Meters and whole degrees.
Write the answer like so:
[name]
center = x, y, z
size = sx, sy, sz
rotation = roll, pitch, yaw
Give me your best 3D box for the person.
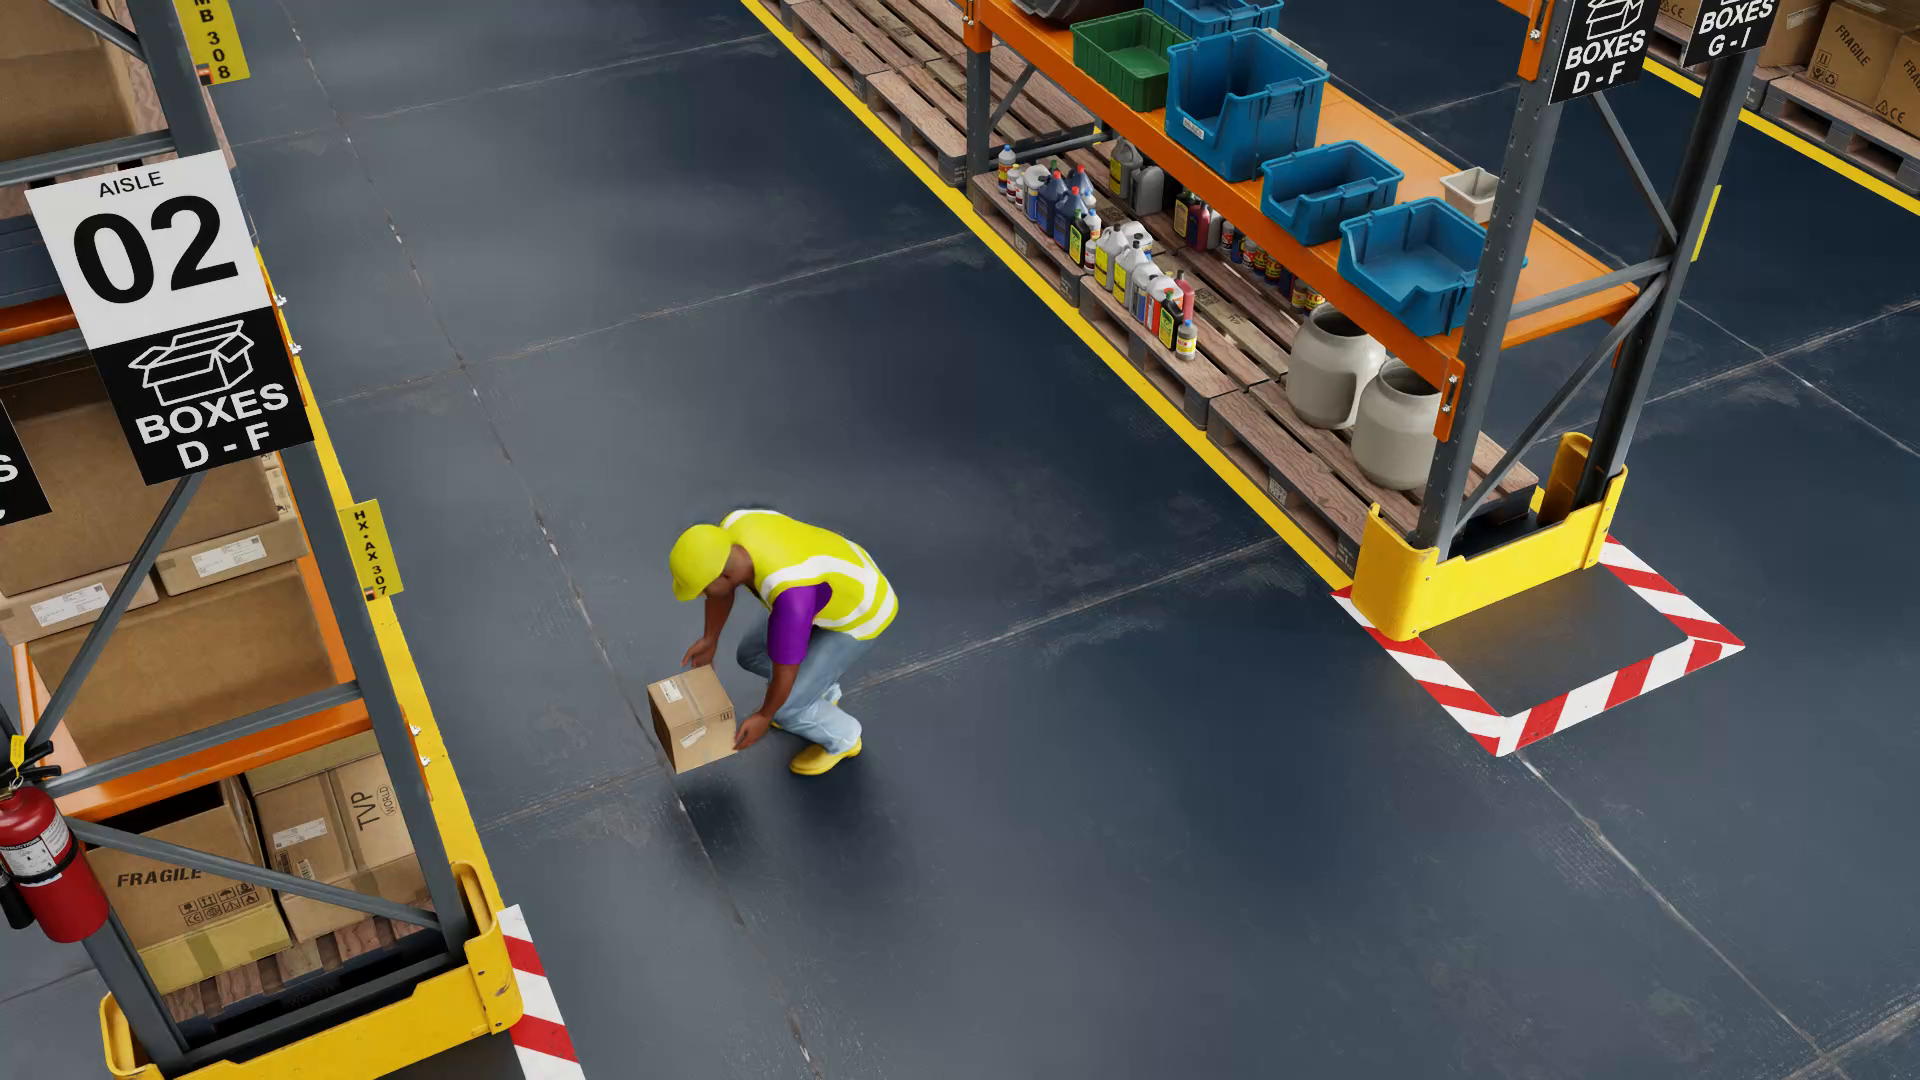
[person]
center = -0.624, 0.349, 6.126
size = 0.823, 1.260, 0.626
rotation = -19, 44, -20
